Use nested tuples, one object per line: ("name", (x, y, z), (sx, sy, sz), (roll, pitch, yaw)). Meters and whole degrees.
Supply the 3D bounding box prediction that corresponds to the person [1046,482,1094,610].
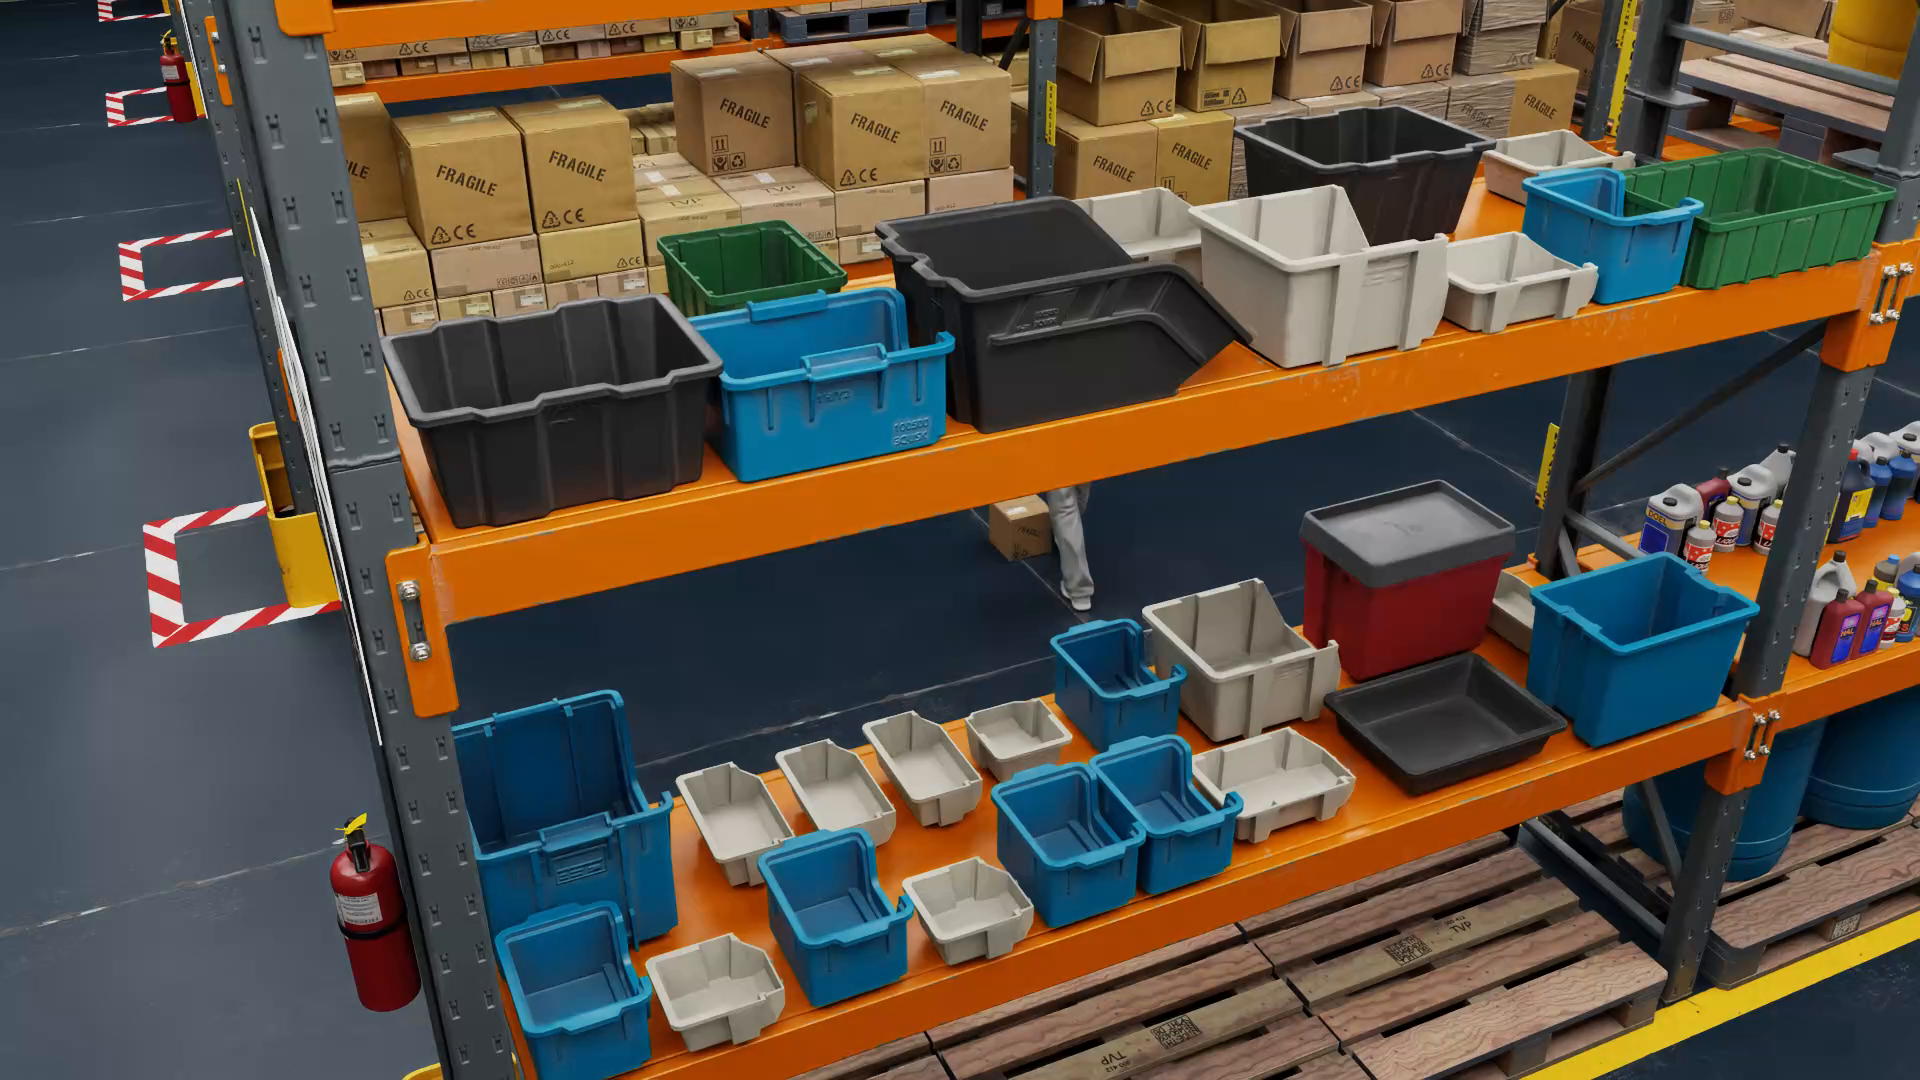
("person", (0.472, -0.562, 8.095), (0.454, 1.640, 0.904), (-8, 31, -14))
